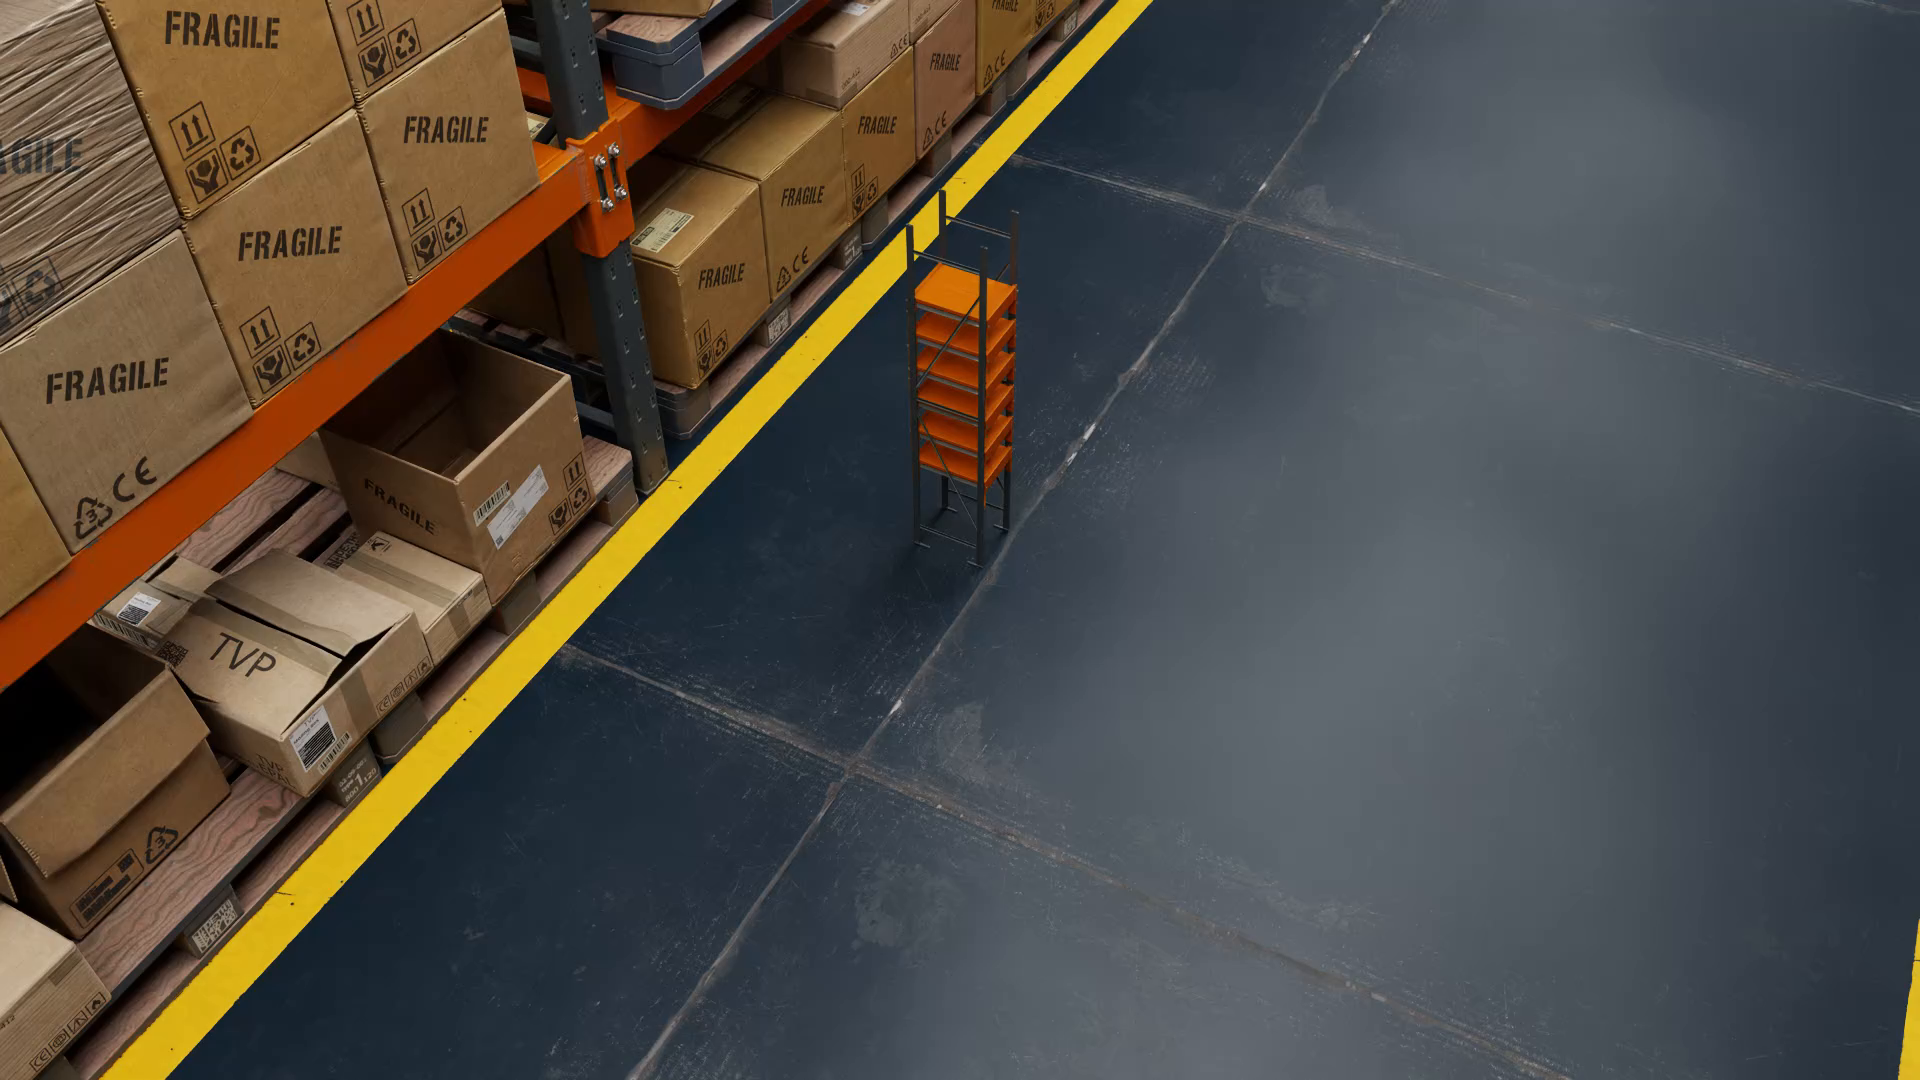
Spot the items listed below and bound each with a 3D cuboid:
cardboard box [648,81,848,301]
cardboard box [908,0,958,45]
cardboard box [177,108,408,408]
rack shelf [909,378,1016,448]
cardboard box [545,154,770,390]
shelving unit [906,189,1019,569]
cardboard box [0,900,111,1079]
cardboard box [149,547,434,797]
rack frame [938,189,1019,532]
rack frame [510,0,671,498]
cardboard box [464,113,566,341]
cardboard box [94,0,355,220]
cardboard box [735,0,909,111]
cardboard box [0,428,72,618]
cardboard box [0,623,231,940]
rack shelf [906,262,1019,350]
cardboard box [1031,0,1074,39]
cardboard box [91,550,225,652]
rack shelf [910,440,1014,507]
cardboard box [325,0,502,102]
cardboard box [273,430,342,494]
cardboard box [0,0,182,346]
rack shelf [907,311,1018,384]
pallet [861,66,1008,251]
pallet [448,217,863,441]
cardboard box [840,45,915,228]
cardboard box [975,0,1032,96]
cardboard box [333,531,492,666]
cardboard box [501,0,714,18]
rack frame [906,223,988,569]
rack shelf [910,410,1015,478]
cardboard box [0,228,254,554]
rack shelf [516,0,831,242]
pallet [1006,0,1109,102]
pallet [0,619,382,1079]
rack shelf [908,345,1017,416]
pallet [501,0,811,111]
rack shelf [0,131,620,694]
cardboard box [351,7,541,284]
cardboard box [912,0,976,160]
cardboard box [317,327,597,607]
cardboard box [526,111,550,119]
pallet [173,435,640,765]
[{"bbox_3d":[-0.744,-1.235,5.810,0.500,0.500,0.500,21,49,20],"label":"cardboard box"},{"bbox_3d":[-0.285,-2.106,6.143,0.500,0.250,0.500,20,49,18],"label":"cardboard box"},{"bbox_3d":[-1.665,-0.706,3.768,0.500,0.500,0.500,22,49,20],"label":"cardboard box"},{"bbox_3d":[0.007,-0.400,4.864,0.258,0.103,0.180,20,49,19],"label":"rack shelf"},{"bbox_3d":[-0.982,-0.896,5.475,0.500,0.500,0.500,18,48,17],"label":"cardboard box"},{"bbox_3d":[0.007,-0.431,4.832,0.258,1.200,0.189,20,49,19],"label":"shelving unit"},{"bbox_3d":[-2.311,1.057,3.720,0.500,0.250,0.500,20,49,19],"label":"cardboard box"},{"bbox_3d":[-1.784,0.320,4.406,0.500,0.311,0.500,20,49,19],"label":"cardboard box"},{"bbox_3d":[0.049,-0.489,4.889,0.240,1.200,0.006,20,49,19],"label":"rack frame"},{"bbox_3d":[-1.422,-1.396,4.520,1.000,3.000,0.127,20,49,19],"label":"rack frame"},{"bbox_3d":[-1.447,-1.077,5.654,0.500,0.500,0.500,20,49,19],"label":"cardboard box"},{"bbox_3d":[-1.663,-1.054,3.410,0.500,0.500,0.500,20,49,18],"label":"cardboard box"},{"bbox_3d":[-0.518,-1.789,5.830,0.500,0.250,0.500,21,49,19],"label":"cardboard box"},{"bbox_3d":[-2.136,-0.060,3.130,0.500,0.500,0.500,21,49,20],"label":"cardboard box"},{"bbox_3d":[-2.290,0.513,4.080,0.797,0.503,0.637,20,49,19],"label":"cardboard box"},{"bbox_3d":[0.007,-0.653,4.608,0.258,0.103,0.180,20,49,19],"label":"rack shelf"},{"bbox_3d":[0.208,-2.525,7.084,0.500,0.500,0.500,22,49,21],"label":"cardboard box"},{"bbox_3d":[-2.202,0.187,4.639,0.380,0.166,0.250,20,49,19],"label":"cardboard box"},{"bbox_3d":[0.007,-0.231,5.035,0.258,0.103,0.180,20,49,19],"label":"rack shelf"},{"bbox_3d":[-1.428,-1.378,3.730,0.500,0.500,0.500,21,49,19],"label":"cardboard box"},{"bbox_3d":[-1.809,-0.412,5.129,0.500,0.311,0.500,20,49,19],"label":"cardboard box"},{"bbox_3d":[-1.897,-0.737,3.096,0.500,0.500,0.500,21,49,19],"label":"cardboard box"},{"bbox_3d":[0.007,-0.568,4.693,0.258,0.103,0.180,20,49,19],"label":"rack shelf"},{"bbox_3d":[-0.513,-1.712,6.793,1.003,0.211,1.213,20,49,19],"label":"pallet"},{"bbox_3d":[-1.078,-0.940,6.031,1.003,0.211,1.213,20,49,19],"label":"pallet"},{"bbox_3d":[-0.506,-1.548,6.119,0.500,0.500,0.500,21,49,20],"label":"cardboard box"},{"bbox_3d":[-0.032,-2.199,6.762,0.500,0.500,0.500,19,48,18],"label":"cardboard box"},{"bbox_3d":[-1.557,0.161,4.677,0.380,0.149,0.250,20,49,19],"label":"cardboard box"},{"bbox_3d":[-1.004,-1.803,4.557,0.700,0.500,0.500,6,46,6],"label":"cardboard box"},{"bbox_3d":[-0.036,-0.373,4.775,0.240,1.200,0.006,20,49,19],"label":"rack frame"},{"bbox_3d":[0.007,-0.315,4.949,0.258,0.103,0.180,20,49,19],"label":"rack shelf"},{"bbox_3d":[-1.902,-0.381,3.448,0.500,0.500,0.500,22,49,20],"label":"cardboard box"},{"bbox_3d":[-0.494,-2.403,6.021,1.077,0.370,4.000,20,49,19],"label":"rack shelf"},{"bbox_3d":[0.054,-2.477,7.550,1.003,0.211,1.213,20,49,19],"label":"pallet"},{"bbox_3d":[-2.307,0.789,4.322,1.003,0.211,1.213,20,49,19],"label":"pallet"},{"bbox_3d":[0.007,-0.484,4.779,0.258,0.103,0.180,20,49,19],"label":"rack shelf"},{"bbox_3d":[-0.955,-1.795,5.050,1.003,0.211,1.213,20,49,19],"label":"pallet"},{"bbox_3d":[-2.351,0.117,3.531,1.077,0.370,4.000,20,49,19],"label":"rack shelf"},{"bbox_3d":[-1.427,-1.031,4.090,0.500,0.500,0.500,21,49,20],"label":"cardboard box"},{"bbox_3d":[-0.271,-1.866,6.434,0.500,0.500,0.500,19,48,18],"label":"cardboard box"},{"bbox_3d":[-1.436,-0.219,4.806,0.500,0.500,0.500,20,49,19],"label":"cardboard box"},{"bbox_3d":[-1.210,-1.386,5.959,0.500,0.500,0.500,21,49,19],"label":"cardboard box"},{"bbox_3d":[-1.742,0.017,5.085,1.003,0.211,1.213,20,49,19],"label":"pallet"}]
